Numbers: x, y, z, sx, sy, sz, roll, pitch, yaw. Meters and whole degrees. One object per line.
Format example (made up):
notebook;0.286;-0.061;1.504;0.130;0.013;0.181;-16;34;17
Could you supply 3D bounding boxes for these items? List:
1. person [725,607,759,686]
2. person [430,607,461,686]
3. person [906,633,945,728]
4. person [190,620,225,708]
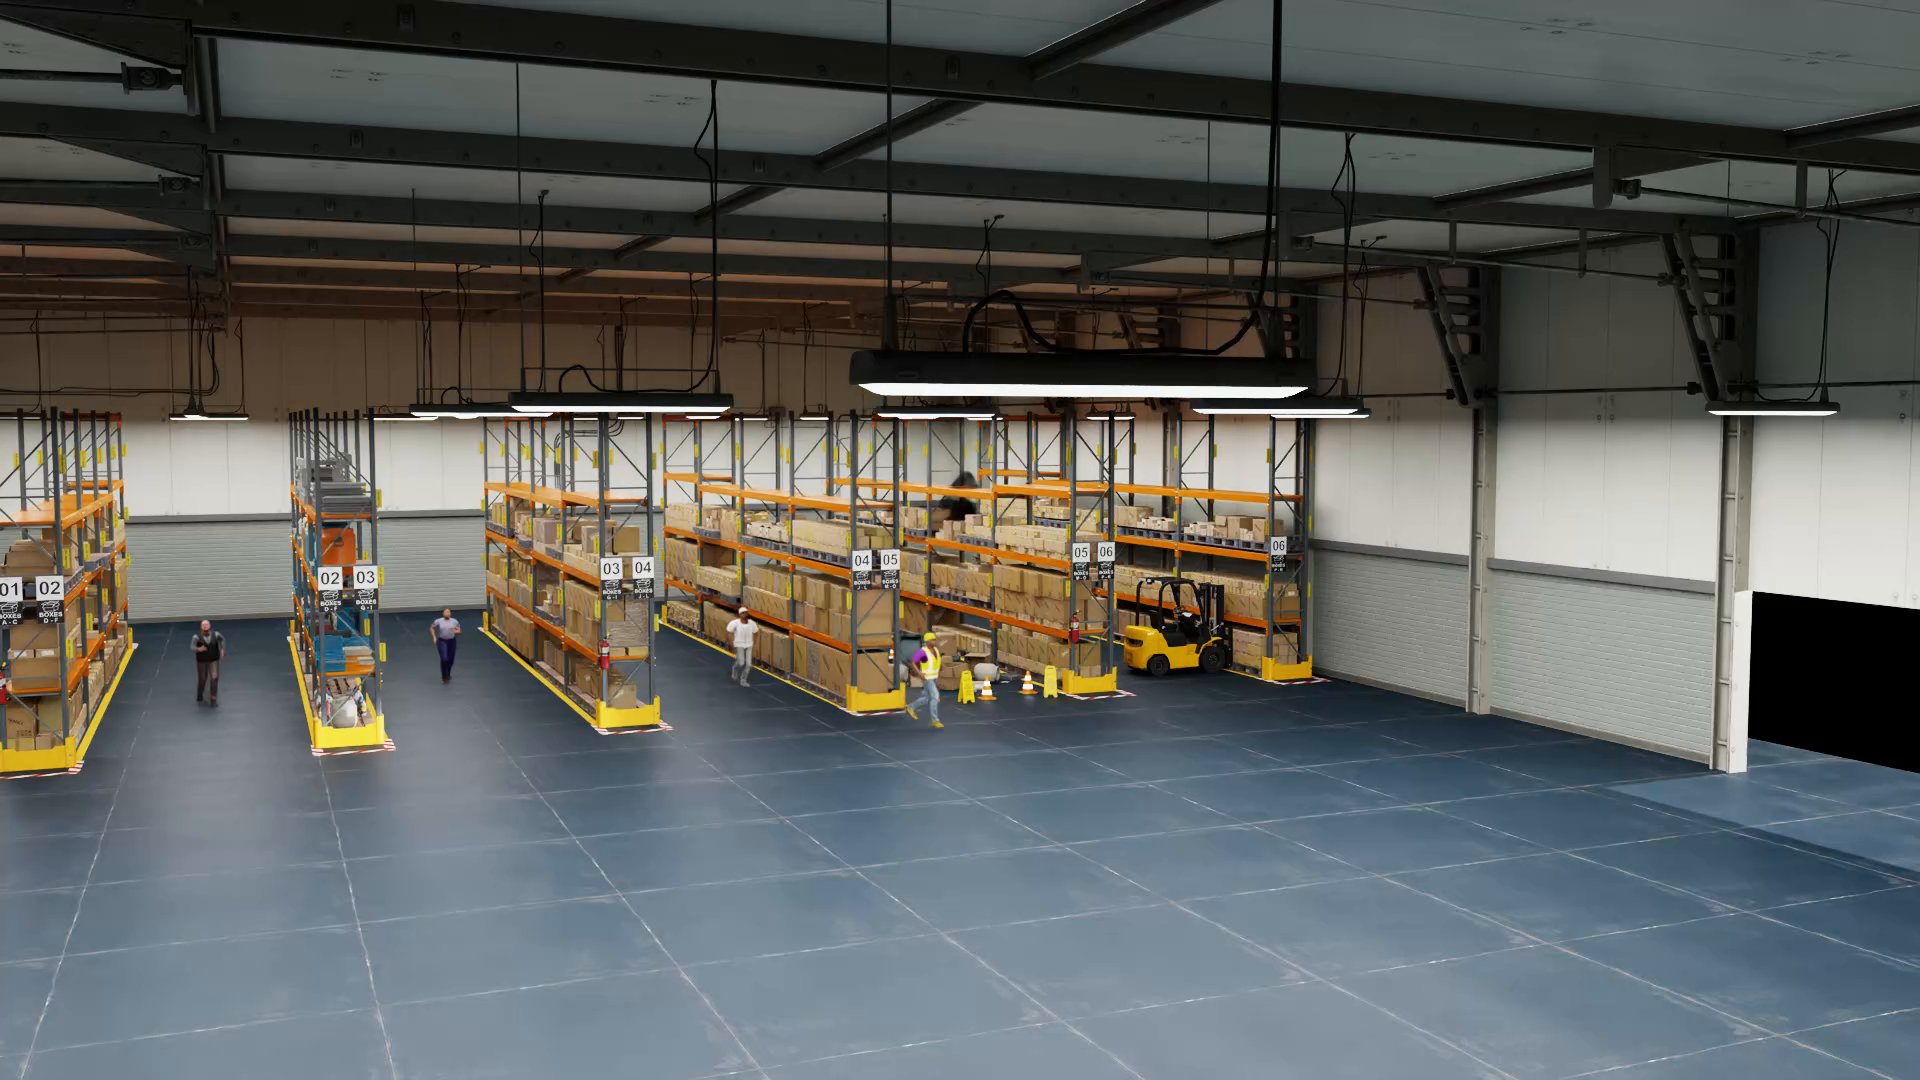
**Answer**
person;-4.721;2.325;36.258;0.730;1.726;0.594;-2;4;-24
person;-11.320;2.334;36.667;0.582;1.708;0.775;-3;5;-35
person;-0.607;2.628;31.448;0.859;1.772;0.710;2;5;29
person;-15.283;2.499;33.781;0.663;1.768;0.908;-2;5;-28
